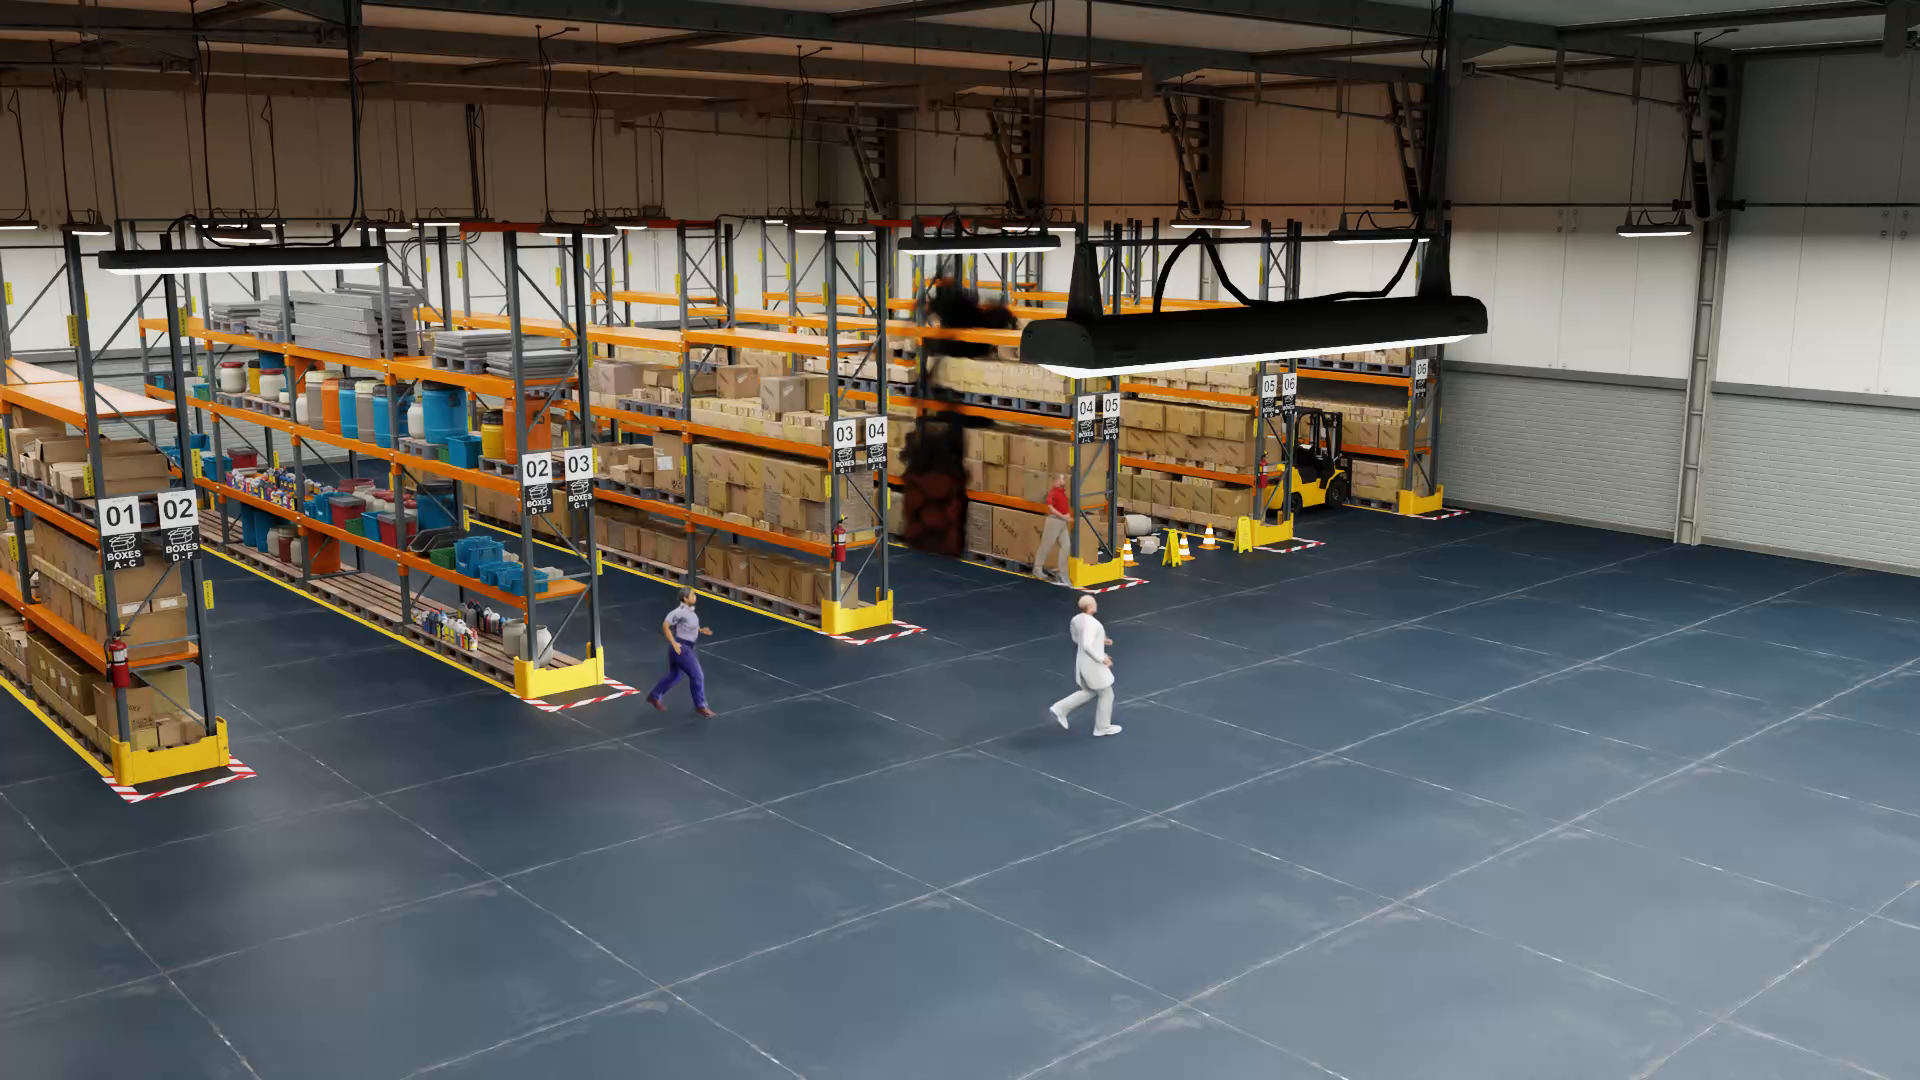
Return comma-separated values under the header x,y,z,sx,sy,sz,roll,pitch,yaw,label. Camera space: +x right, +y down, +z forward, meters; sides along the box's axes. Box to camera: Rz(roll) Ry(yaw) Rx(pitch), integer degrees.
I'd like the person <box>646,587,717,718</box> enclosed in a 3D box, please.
x,y,z,sx,sy,sz,roll,pitch,yaw,label
-3.511,1.400,20.819,0.892,1.670,0.559,-1,12,-7,person

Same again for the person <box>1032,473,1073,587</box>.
x,y,z,sx,sy,sz,roll,pitch,yaw,label
1.576,-0.179,27.220,0.677,1.841,0.715,5,13,24,person

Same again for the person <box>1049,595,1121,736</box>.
x,y,z,sx,sy,sz,roll,pitch,yaw,label
1.535,1.516,19.948,0.904,1.745,0.719,-4,12,-19,person
